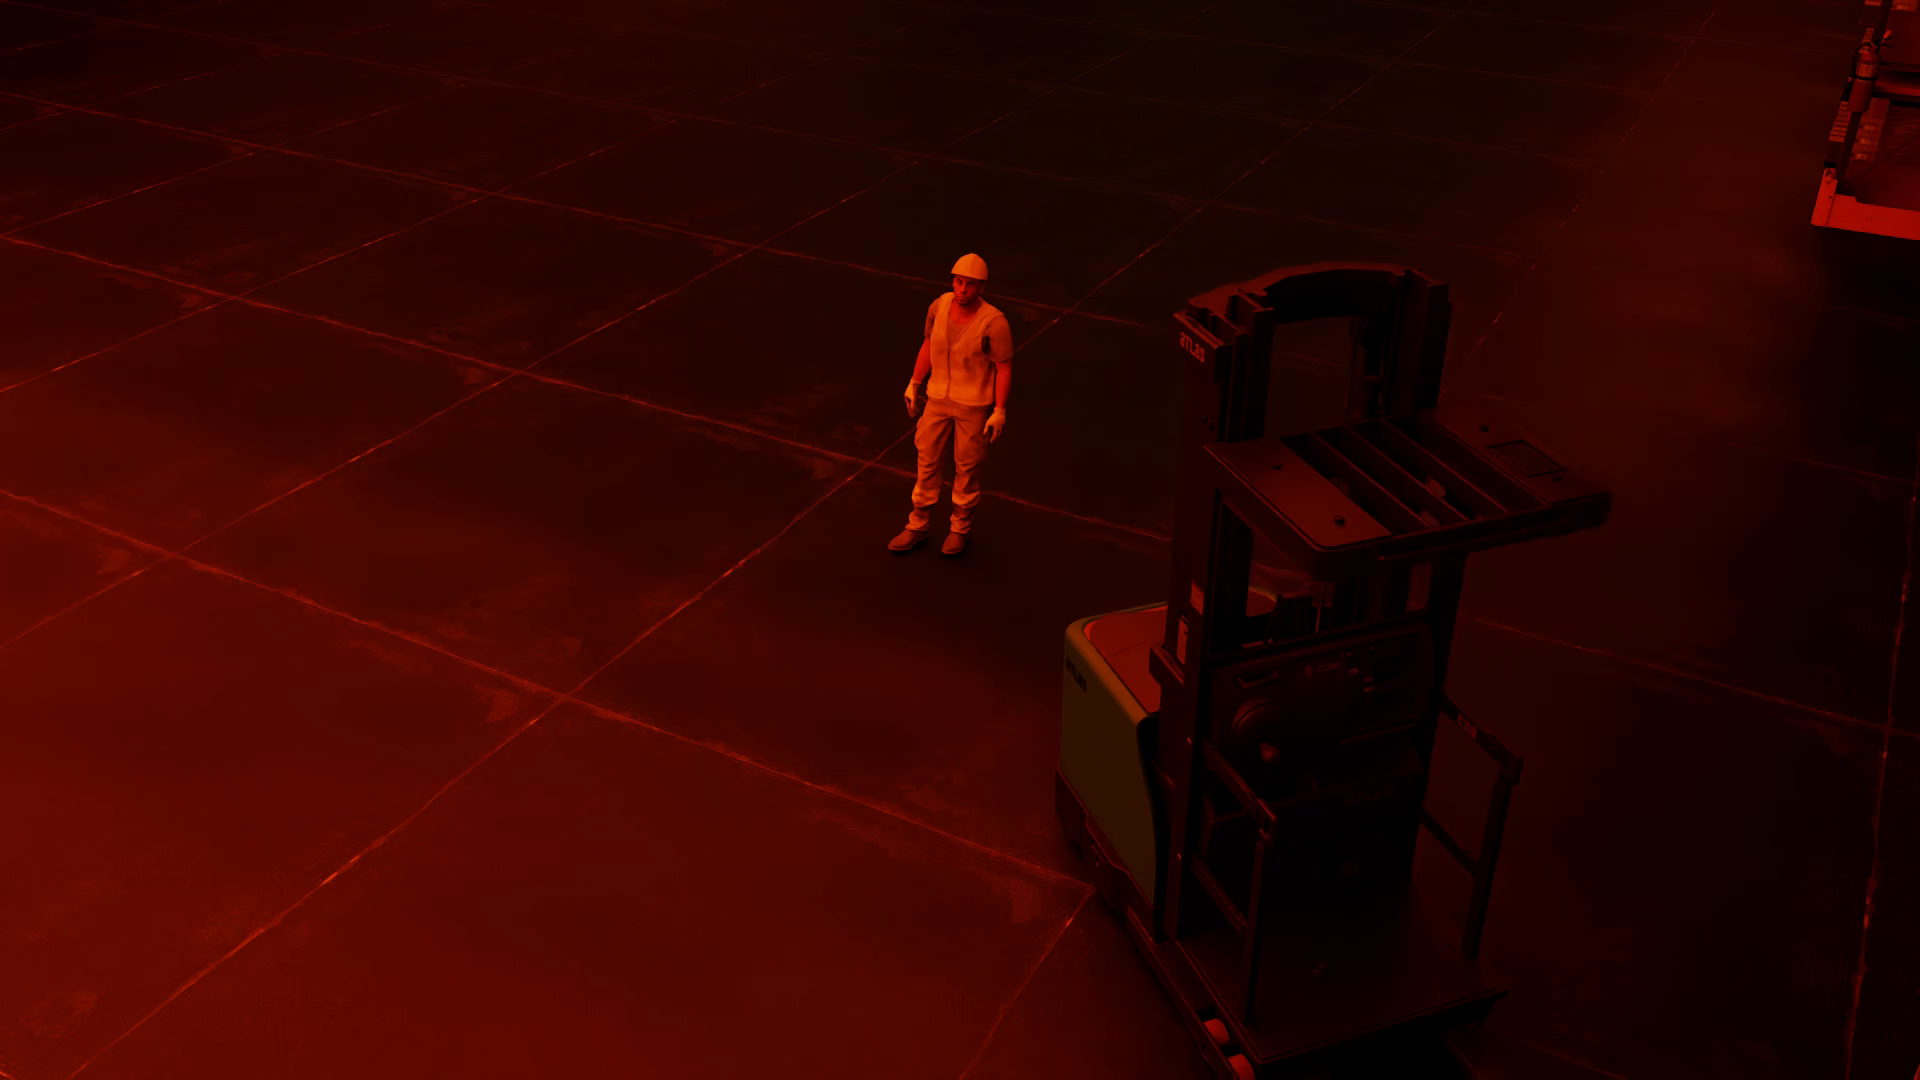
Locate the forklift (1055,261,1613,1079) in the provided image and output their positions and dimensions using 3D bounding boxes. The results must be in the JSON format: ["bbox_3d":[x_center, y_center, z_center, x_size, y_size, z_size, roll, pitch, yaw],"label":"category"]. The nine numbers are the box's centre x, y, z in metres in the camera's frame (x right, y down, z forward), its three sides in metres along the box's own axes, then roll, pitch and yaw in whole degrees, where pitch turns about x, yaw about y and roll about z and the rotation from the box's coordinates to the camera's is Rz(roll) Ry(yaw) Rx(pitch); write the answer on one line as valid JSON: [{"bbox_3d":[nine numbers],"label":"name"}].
[{"bbox_3d":[1.427,0.619,5.998,1.130,2.935,3.031,-11,32,-18],"label":"forklift"}]

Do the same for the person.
[{"bbox_3d":[-0.050,-0.749,9.496,0.637,1.790,0.562,15,33,25],"label":"person"}]
